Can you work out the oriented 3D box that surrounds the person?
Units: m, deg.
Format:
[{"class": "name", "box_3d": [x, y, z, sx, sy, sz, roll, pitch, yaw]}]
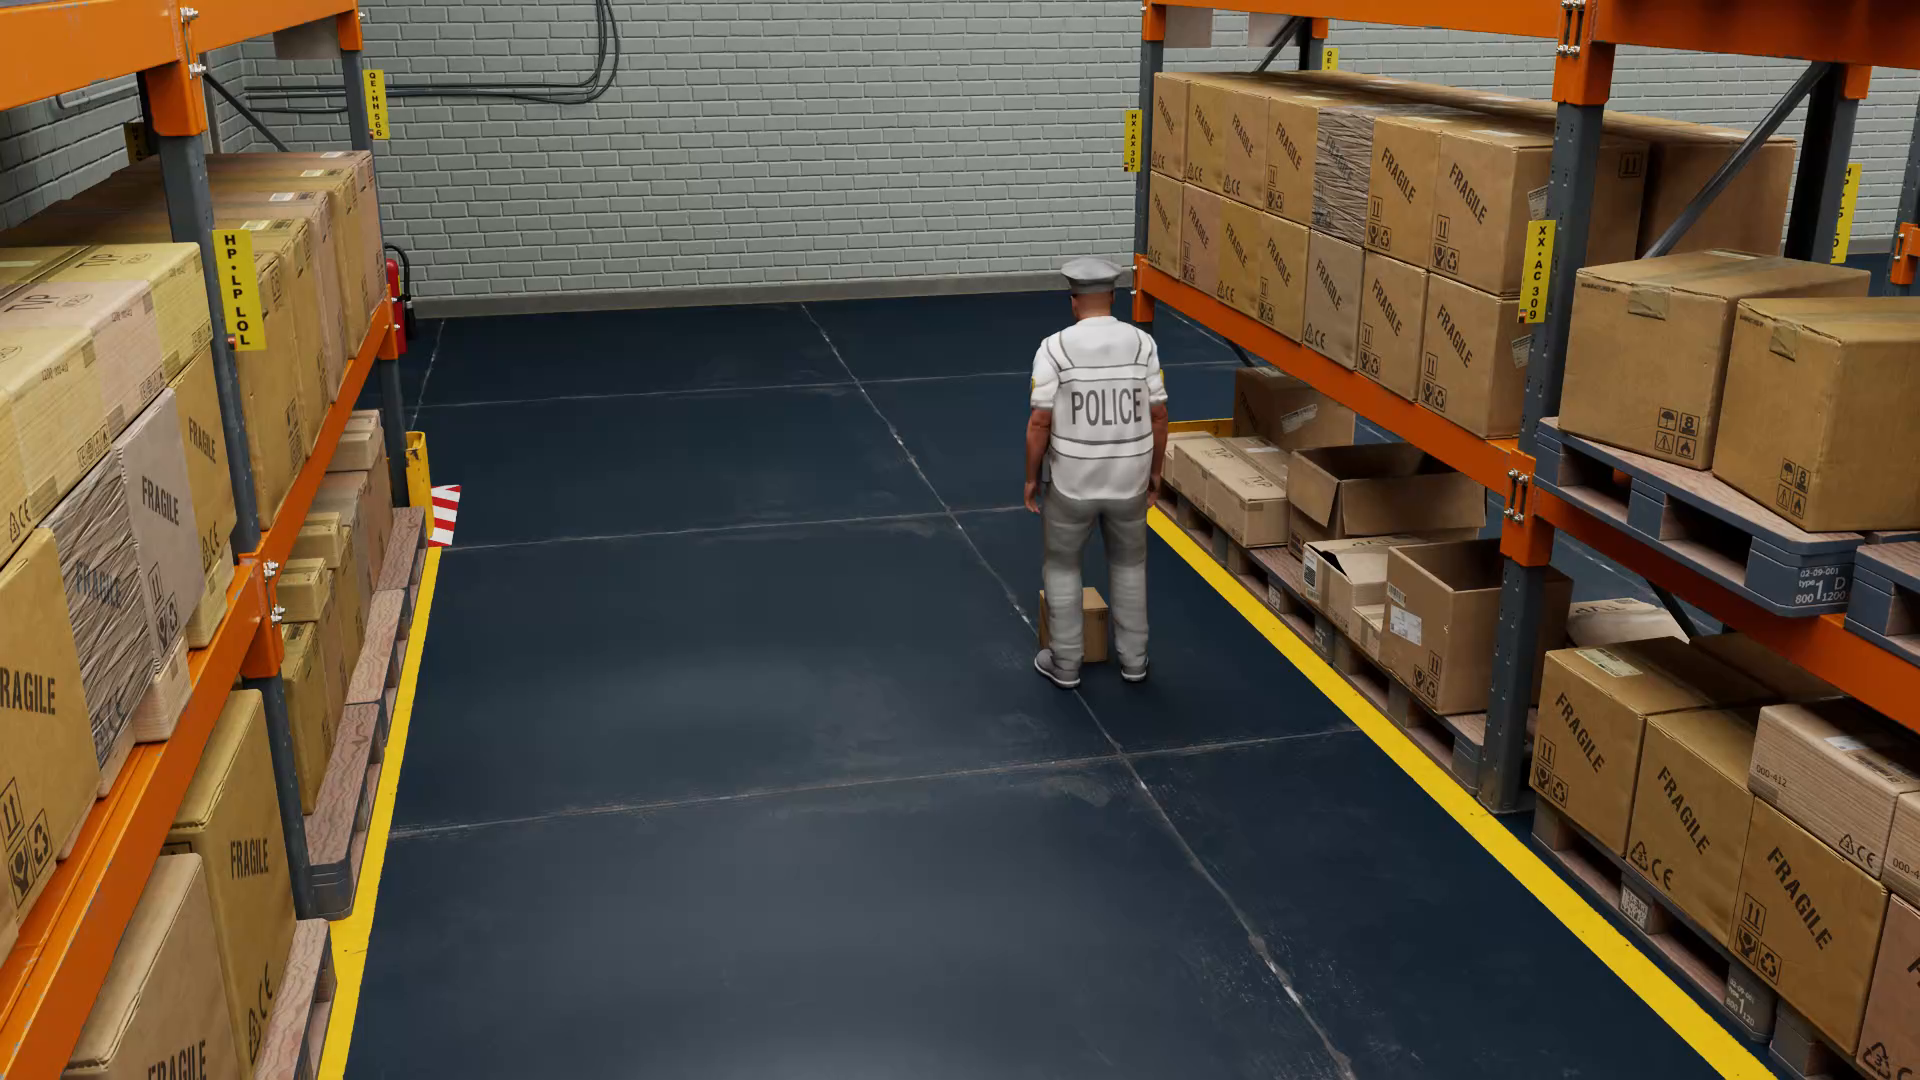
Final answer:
[{"class": "person", "box_3d": [0.551, -0.246, 6.752, 0.587, 1.748, 0.436, -3, 20, -9]}]
